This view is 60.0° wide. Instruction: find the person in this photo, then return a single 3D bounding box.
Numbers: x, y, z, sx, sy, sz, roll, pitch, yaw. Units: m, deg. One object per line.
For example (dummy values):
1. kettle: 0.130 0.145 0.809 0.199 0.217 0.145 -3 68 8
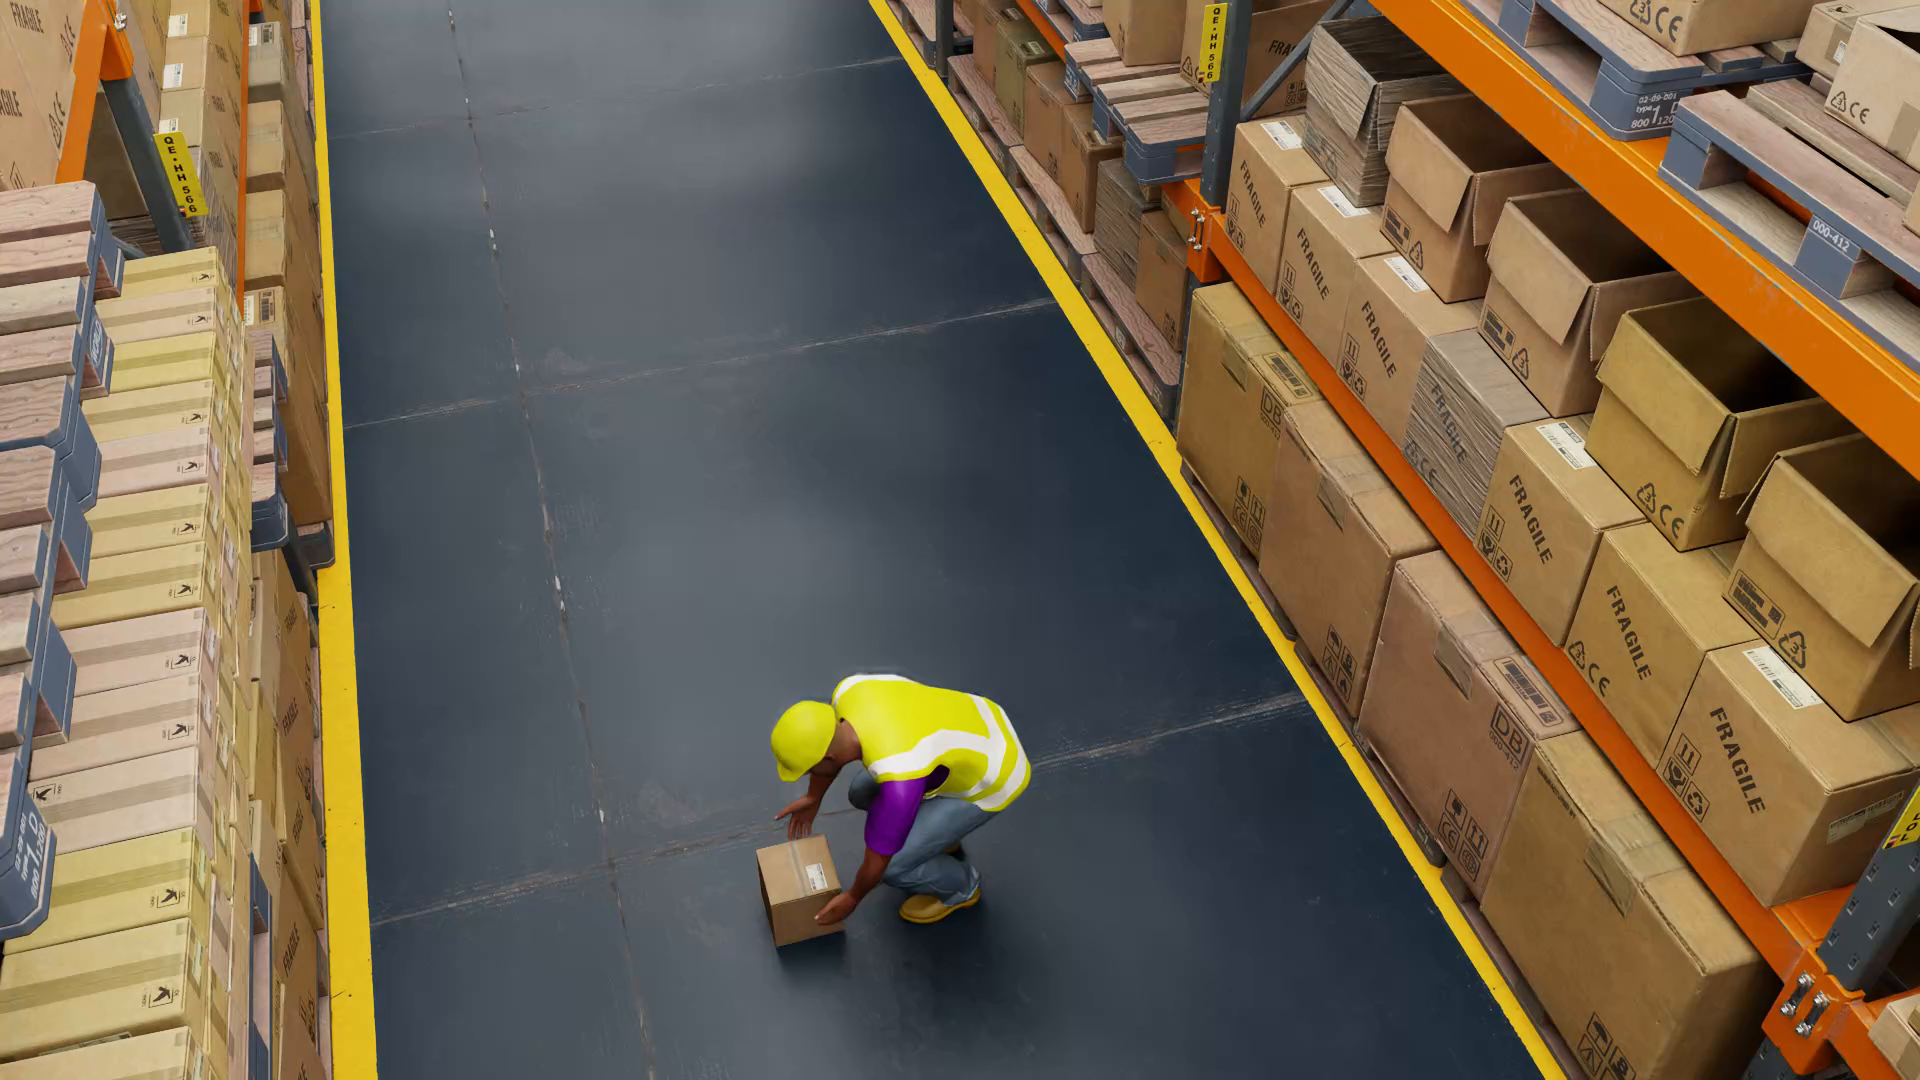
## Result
1. person: -0.188 0.874 5.662 0.869 1.112 0.606 -12 43 -13
